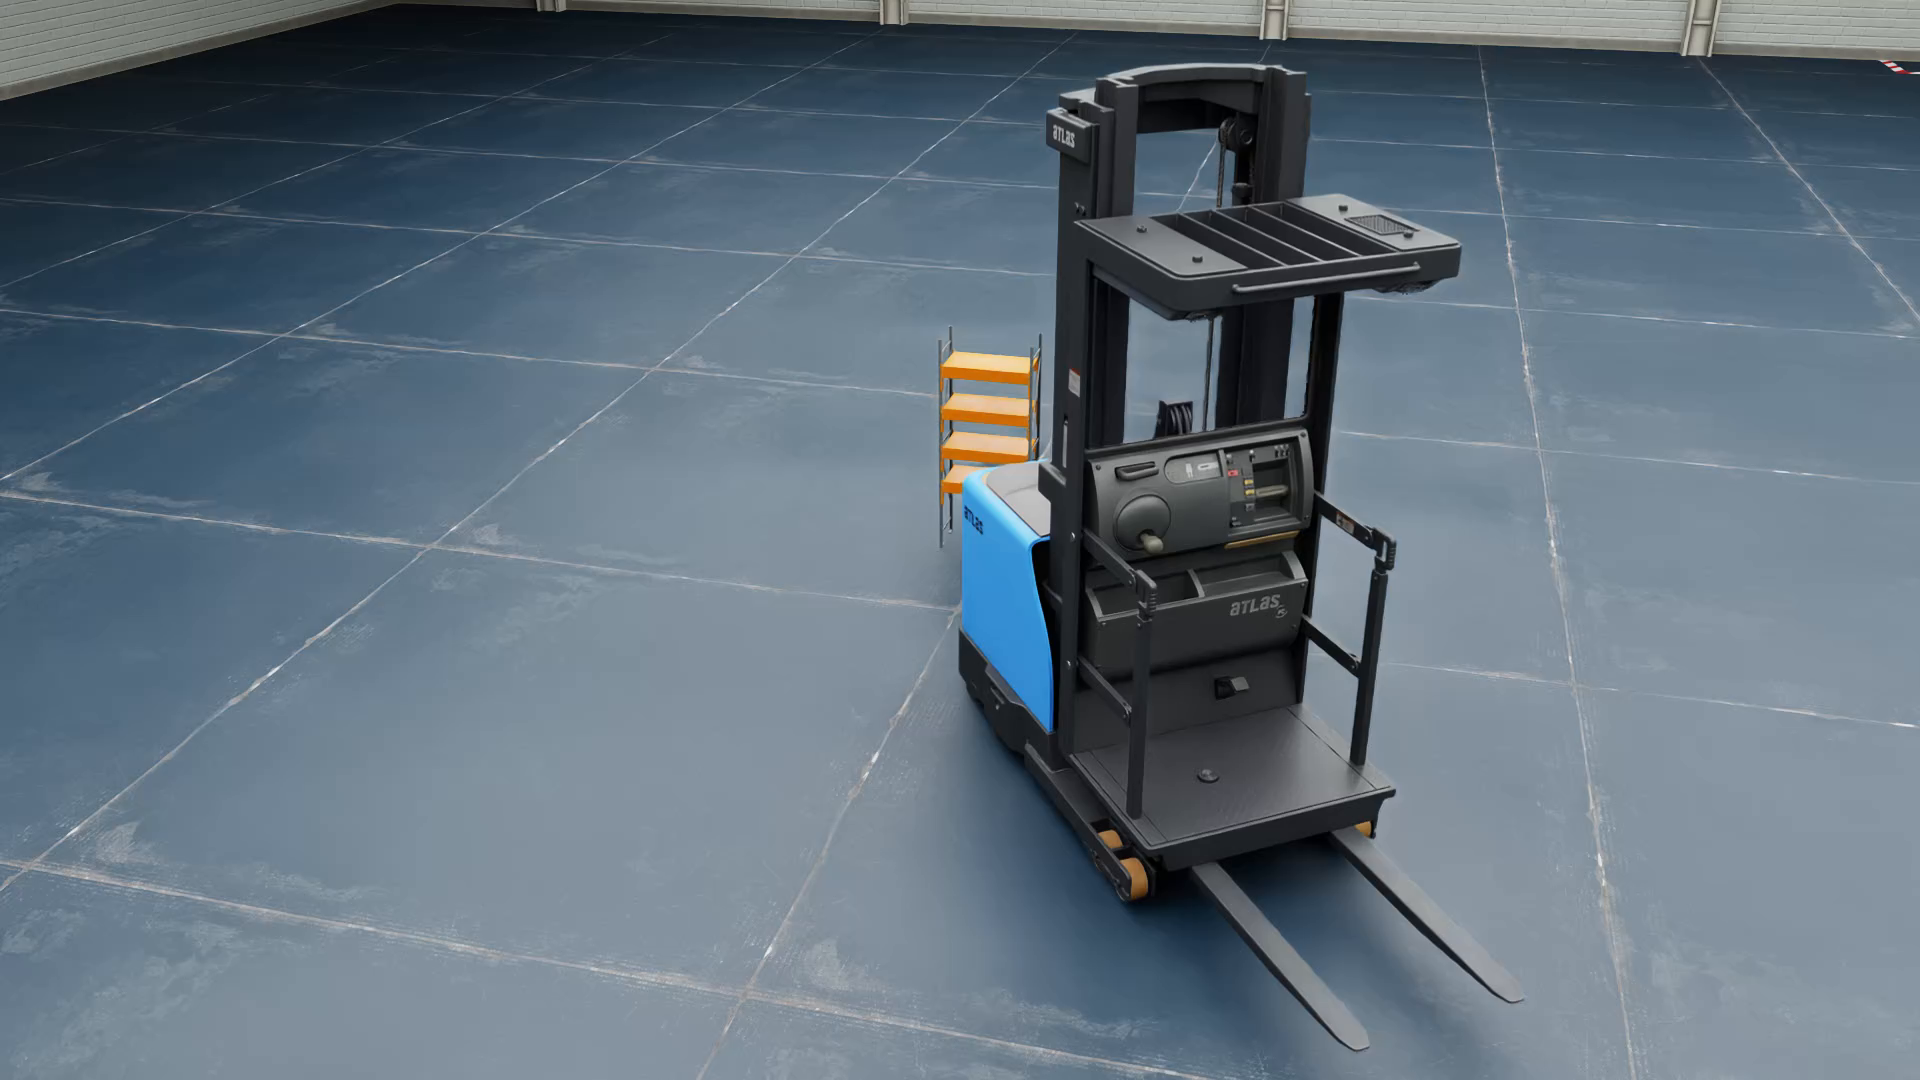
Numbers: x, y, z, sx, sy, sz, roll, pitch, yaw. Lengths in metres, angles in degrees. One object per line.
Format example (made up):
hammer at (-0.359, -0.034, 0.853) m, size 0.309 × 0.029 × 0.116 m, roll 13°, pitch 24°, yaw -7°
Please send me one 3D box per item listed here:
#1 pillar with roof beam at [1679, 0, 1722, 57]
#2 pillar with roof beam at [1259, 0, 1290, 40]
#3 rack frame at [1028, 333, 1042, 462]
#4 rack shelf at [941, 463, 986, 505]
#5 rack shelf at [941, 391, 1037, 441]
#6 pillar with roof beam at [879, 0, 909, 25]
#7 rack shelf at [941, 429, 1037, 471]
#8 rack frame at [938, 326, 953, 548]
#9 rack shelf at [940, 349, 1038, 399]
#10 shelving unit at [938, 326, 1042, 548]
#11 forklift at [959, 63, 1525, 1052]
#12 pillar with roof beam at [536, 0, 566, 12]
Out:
pillar with roof beam at (9.501, -9.255, 18.220) m, size 0.400 × 9.000 × 9.100 m, roll 6°, pitch 26°, yaw 13°
pillar with roof beam at (3.690, -9.897, 19.569) m, size 0.400 × 9.000 × 9.100 m, roll 6°, pitch 26°, yaw 13°
rack frame at (0.397, -0.498, 8.900) m, size 0.015 × 1.200 × 0.240 m, roll 6°, pitch 26°, yaw 13°
rack shelf at (0.160, -0.284, 9.069) m, size 0.480 × 0.148 × 0.258 m, roll 6°, pitch 26°, yaw 13°
rack shelf at (0.160, -0.665, 8.888) m, size 0.480 × 0.148 × 0.258 m, roll 6°, pitch 26°, yaw 13°
pillar with roof beam at (-2.121, -10.539, 20.919) m, size 0.400 × 9.000 × 9.100 m, roll 6°, pitch 26°, yaw 13°
rack shelf at (0.160, -0.463, 8.984) m, size 0.480 × 0.148 × 0.258 m, roll 6°, pitch 26°, yaw 13°
rack frame at (-0.076, -0.550, 9.010) m, size 0.015 × 1.200 × 0.240 m, roll 6°, pitch 26°, yaw 13°
rack shelf at (0.160, -0.879, 8.786) m, size 0.480 × 0.148 × 0.258 m, roll 6°, pitch 26°, yaw 13°
shelving unit at (0.160, -0.524, 8.955) m, size 0.503 × 1.200 × 0.258 m, roll 6°, pitch 26°, yaw 13°
forklift at (1.011, -0.149, 6.152) m, size 1.130 × 2.935 × 3.031 m, roll -10°, pitch 27°, yaw -20°
pillar with roof beam at (-7.932, -11.182, 22.268) m, size 0.400 × 9.000 × 9.100 m, roll 6°, pitch 26°, yaw 13°
